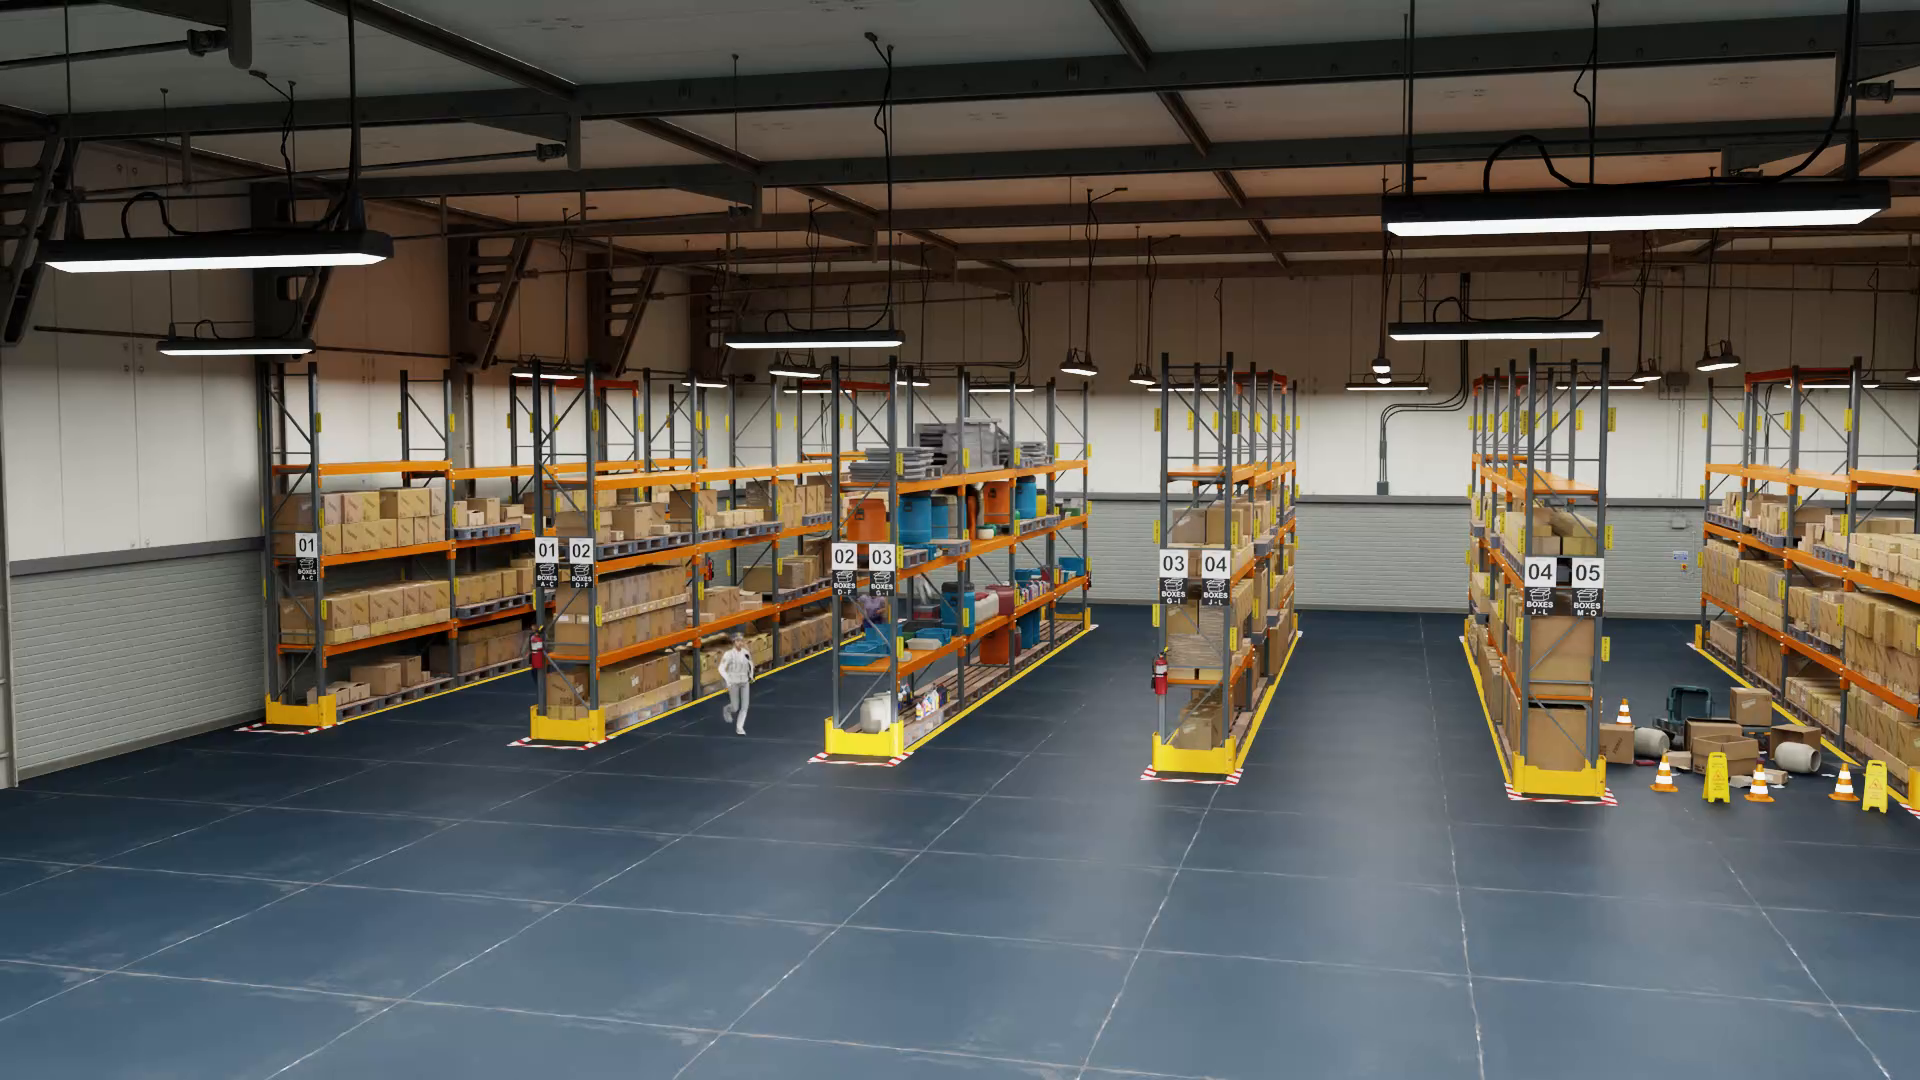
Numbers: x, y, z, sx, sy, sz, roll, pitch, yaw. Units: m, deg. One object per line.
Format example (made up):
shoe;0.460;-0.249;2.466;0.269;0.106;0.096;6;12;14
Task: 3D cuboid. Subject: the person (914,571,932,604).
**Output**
person;-0.987;1.149;43.364;0.611;1.620;0.684;-1;4;-16

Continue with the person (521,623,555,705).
person;-7.268;2.194;28.762;0.533;1.567;0.901;0;4;3

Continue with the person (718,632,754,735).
person;-3.599;2.297;26.859;0.629;1.651;0.642;-2;5;-30

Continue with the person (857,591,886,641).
person;-1.838;1.645;34.682;0.597;1.425;0.667;-1;4;-9
